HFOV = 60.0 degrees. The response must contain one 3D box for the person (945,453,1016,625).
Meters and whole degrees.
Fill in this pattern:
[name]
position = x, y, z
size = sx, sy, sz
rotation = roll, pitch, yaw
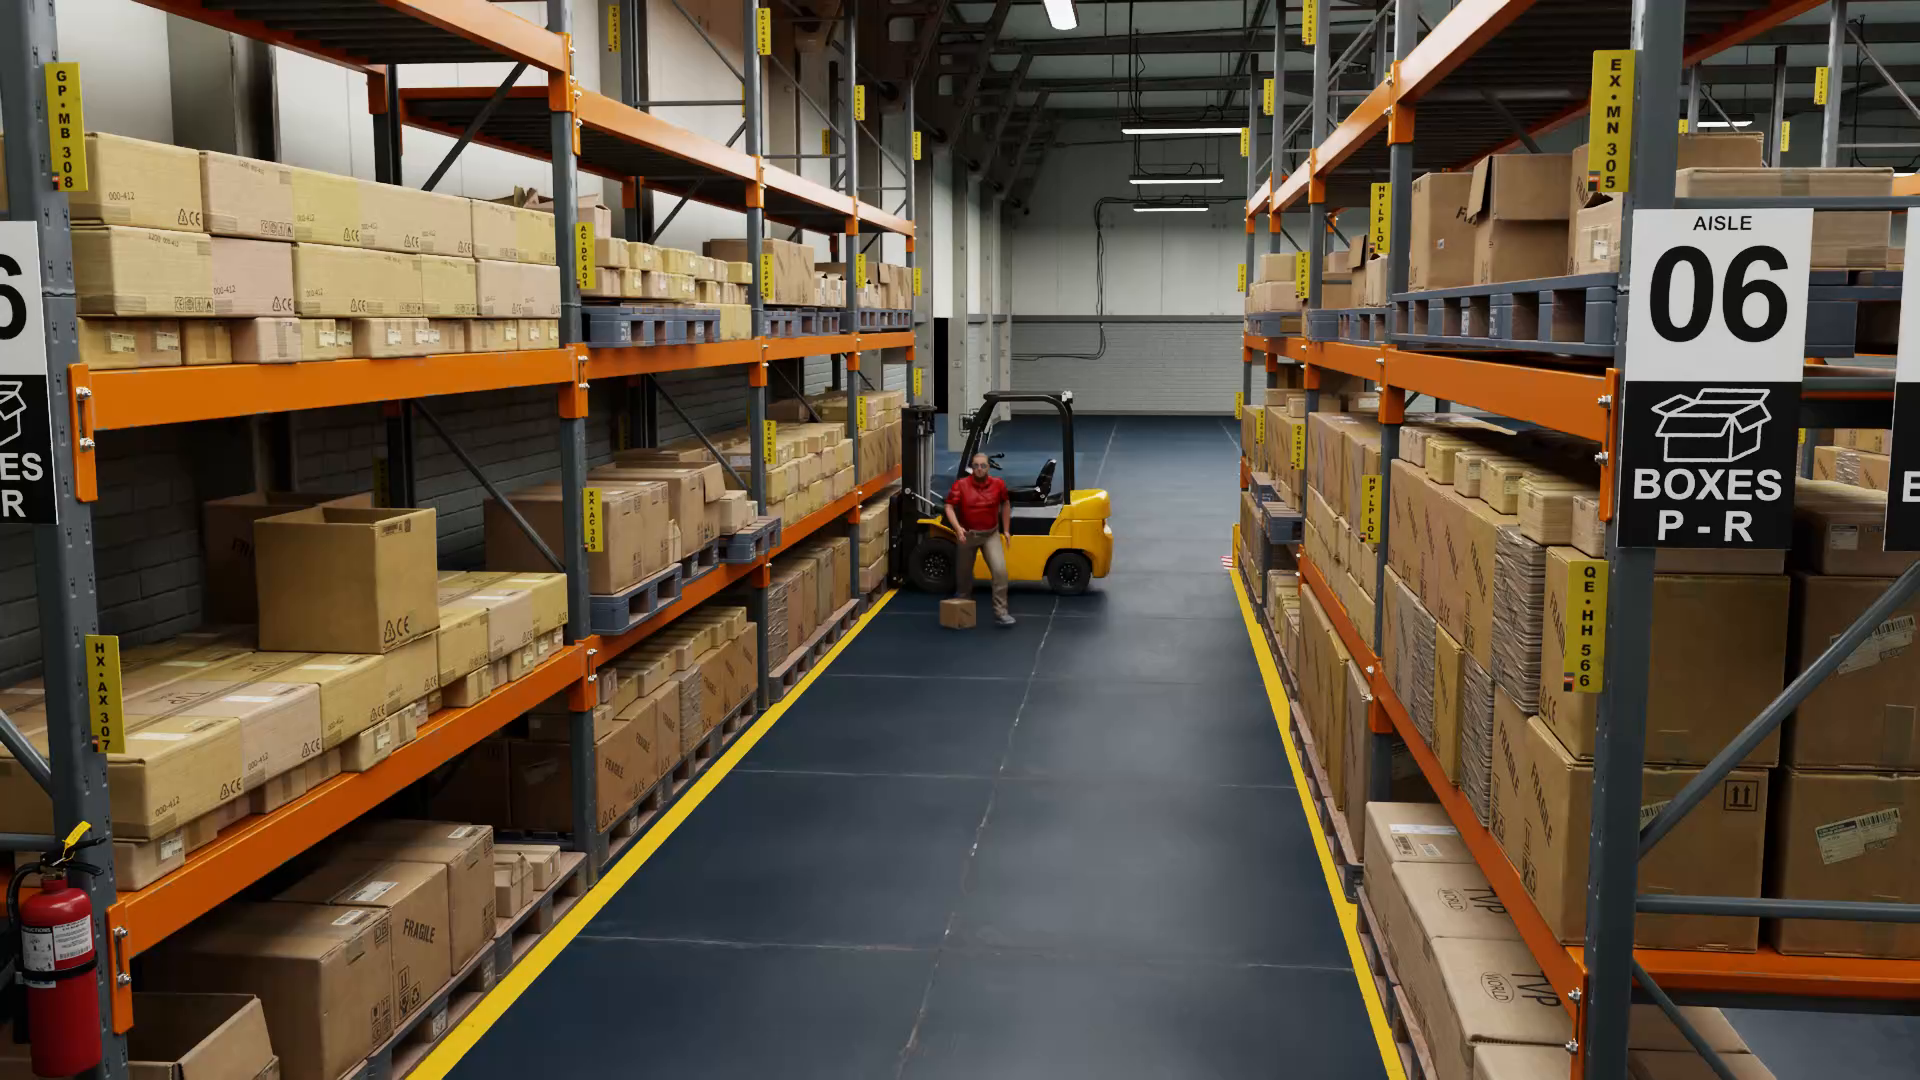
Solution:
[person]
position = 0.194, -0.032, 16.182
size = 0.680, 1.660, 0.861
rotation = 0, 8, -1
